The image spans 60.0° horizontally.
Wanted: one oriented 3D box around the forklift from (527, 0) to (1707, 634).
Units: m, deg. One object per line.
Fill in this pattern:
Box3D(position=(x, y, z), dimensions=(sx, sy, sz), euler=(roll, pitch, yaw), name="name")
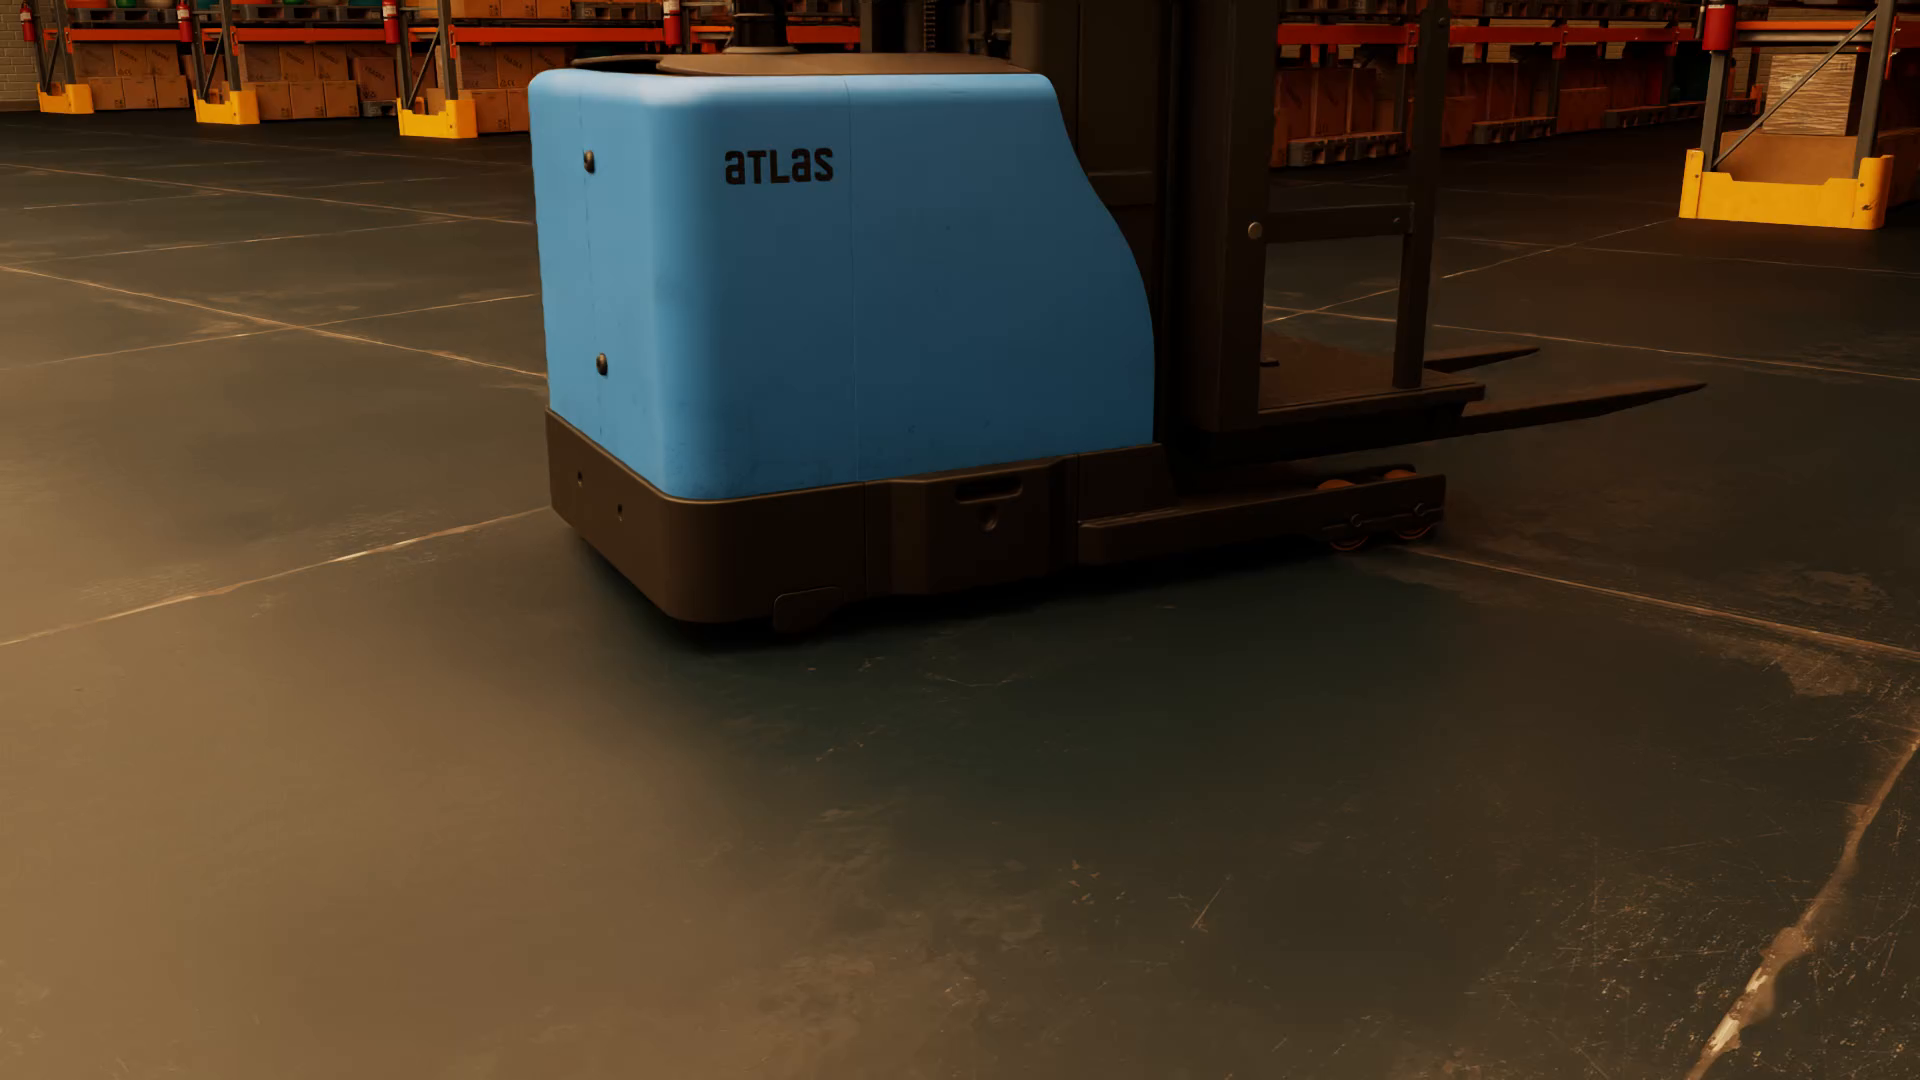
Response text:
Box3D(position=(0.574, -1.503, 3.846), dimensions=(3.031, 2.935, 1.130), euler=(-9, 19, -27), name="forklift")
